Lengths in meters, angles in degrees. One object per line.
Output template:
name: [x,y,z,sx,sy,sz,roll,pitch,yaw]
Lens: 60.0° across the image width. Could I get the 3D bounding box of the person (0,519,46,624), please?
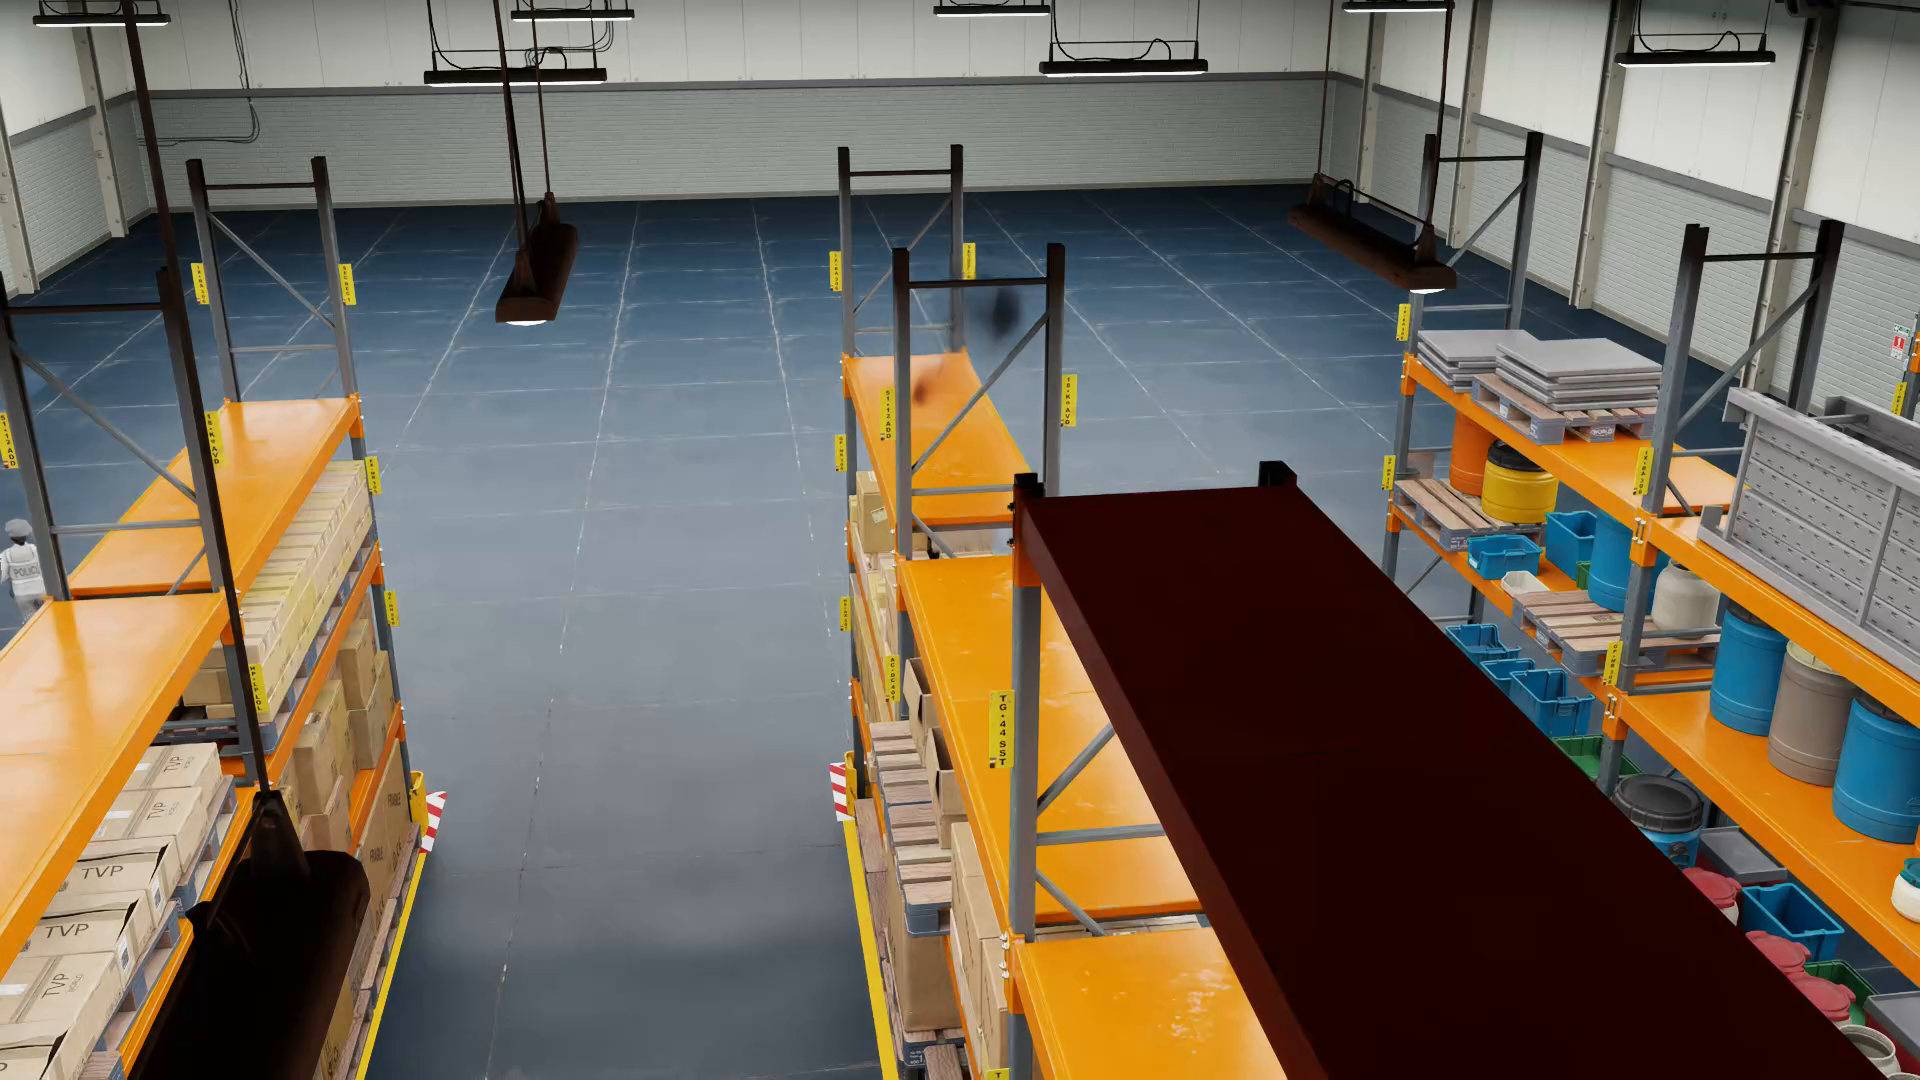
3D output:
person: [-9.942,0.626,17.790,0.560,1.737,0.720,-18,28,-38]
